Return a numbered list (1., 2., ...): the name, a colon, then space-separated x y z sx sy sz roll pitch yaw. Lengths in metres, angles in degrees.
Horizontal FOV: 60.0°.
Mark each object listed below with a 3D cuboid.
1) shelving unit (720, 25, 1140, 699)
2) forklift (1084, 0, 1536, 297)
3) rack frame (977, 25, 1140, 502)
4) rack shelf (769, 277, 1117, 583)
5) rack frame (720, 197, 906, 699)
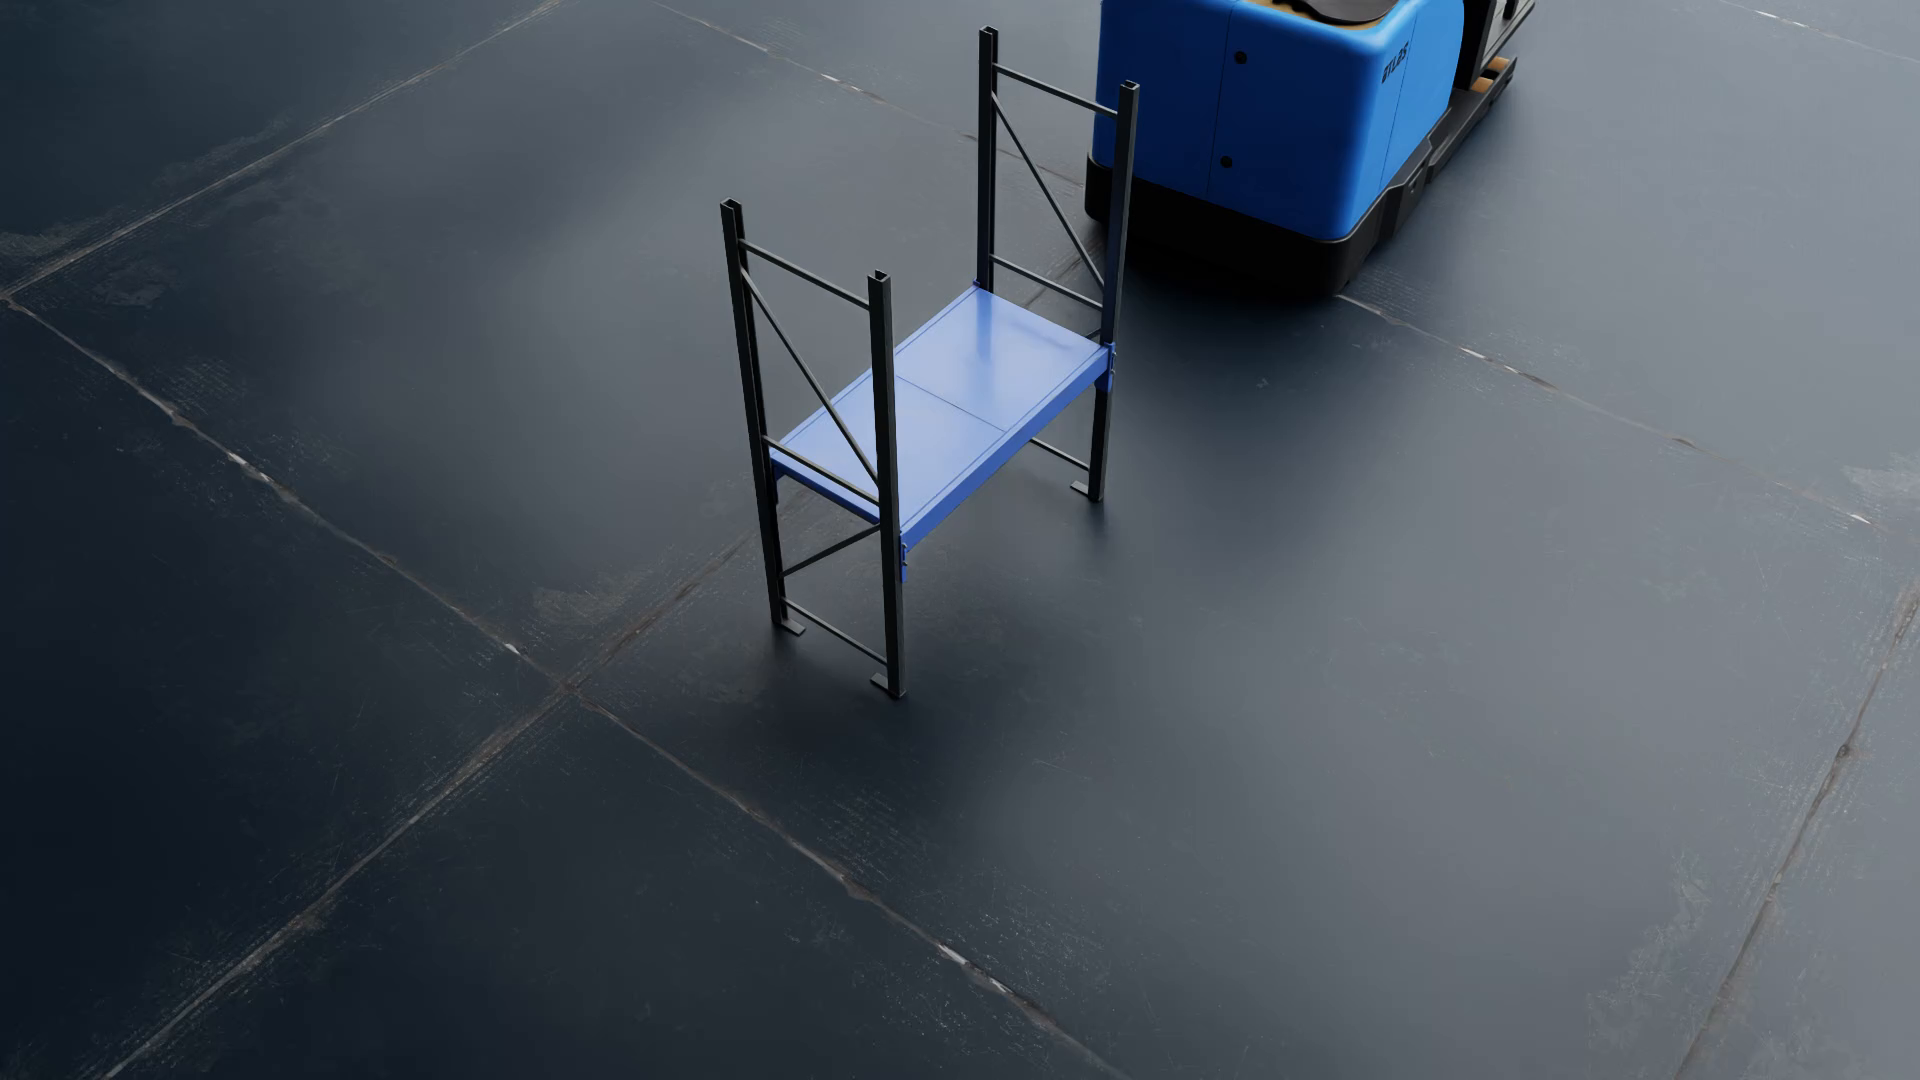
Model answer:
1. shelving unit: -0.052 -0.469 4.661 0.538 1.500 1.048 29 53 25
2. forklift: 1.685 -2.934 6.026 1.130 2.935 3.031 24 51 22
3. rack frame: 0.259 -0.760 4.939 0.500 1.500 0.032 29 53 25
4. rack shelf: -0.052 -0.345 4.791 0.538 0.185 1.000 29 53 25
5. rack frame: -0.363 -0.178 4.383 0.500 1.500 0.032 29 53 25
